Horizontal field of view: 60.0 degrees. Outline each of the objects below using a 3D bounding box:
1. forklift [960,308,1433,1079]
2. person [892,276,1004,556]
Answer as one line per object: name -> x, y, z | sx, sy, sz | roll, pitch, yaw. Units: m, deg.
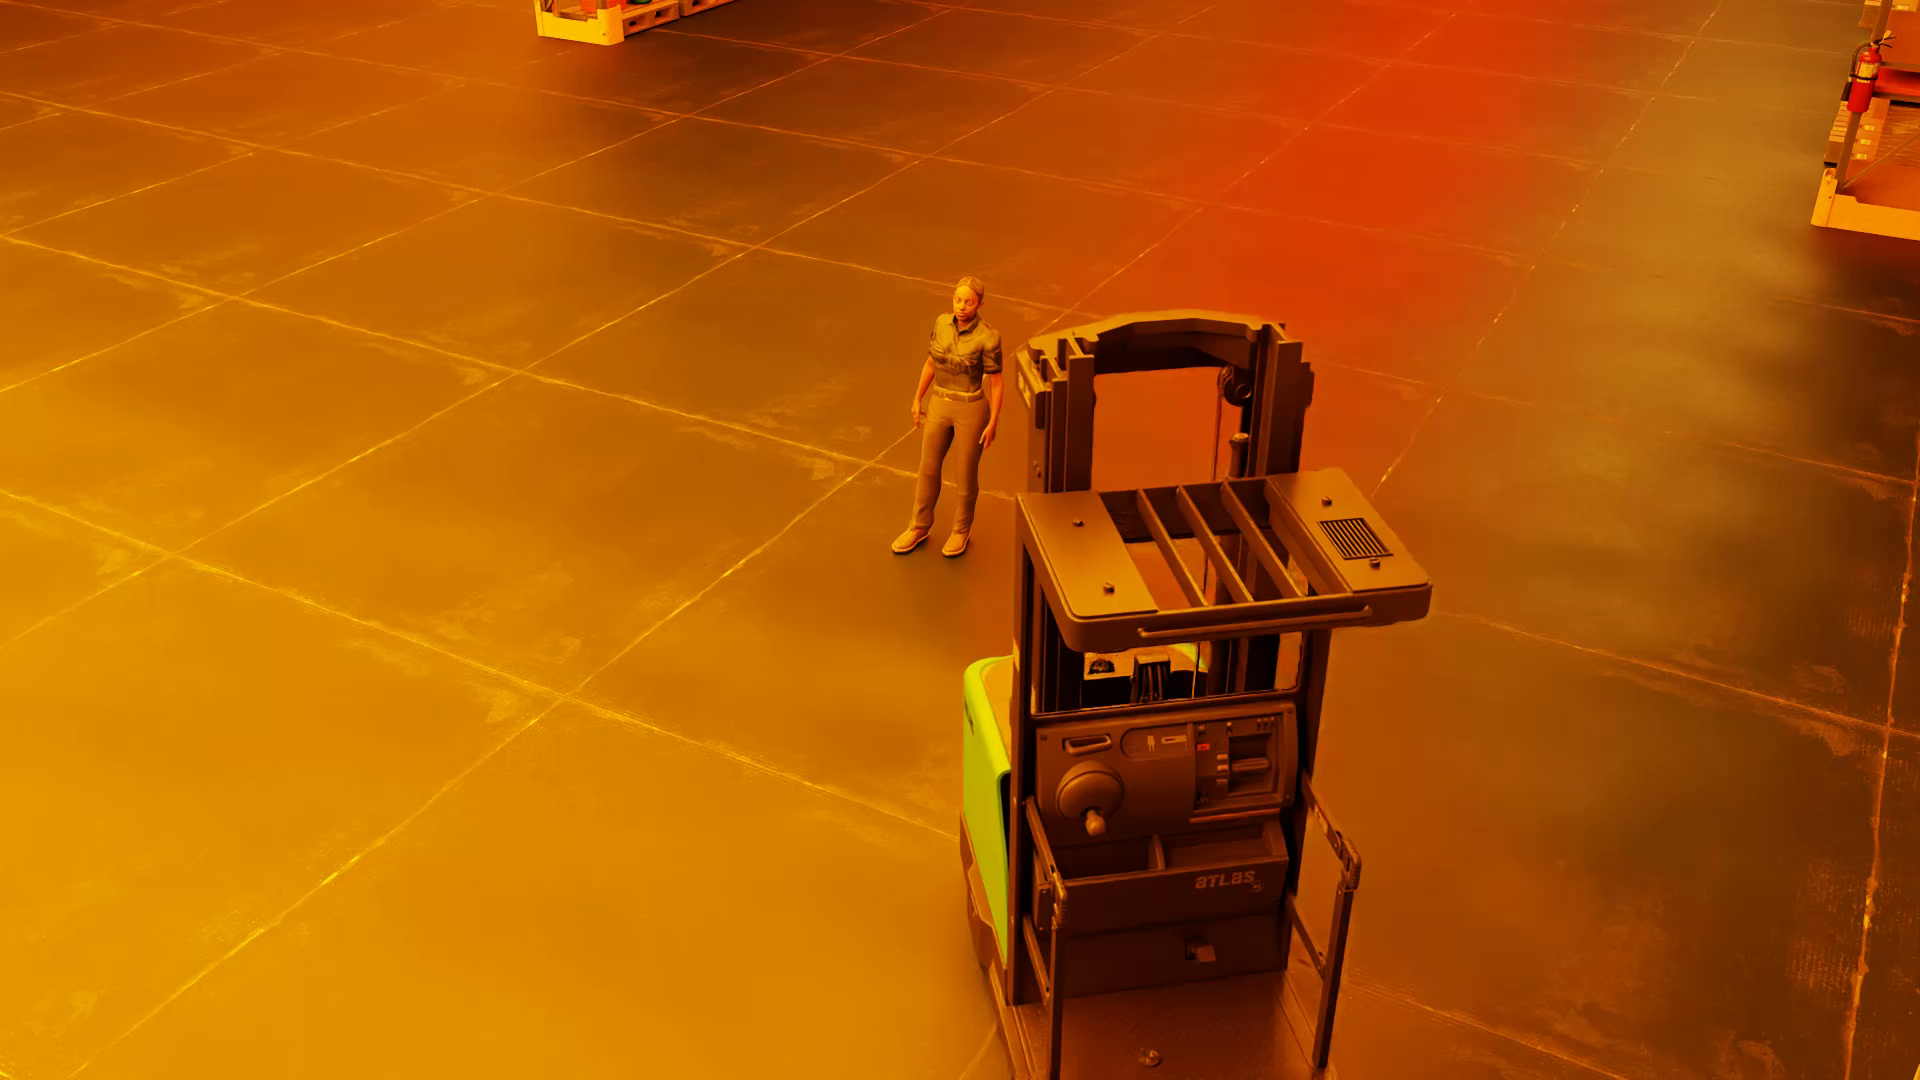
forklift -> 0.764, 0.845, 5.607 | 1.130, 2.935, 3.031 | -5, 30, -9
person -> -0.060, -0.690, 9.527 | 0.569, 1.656, 0.503 | 15, 33, 25
